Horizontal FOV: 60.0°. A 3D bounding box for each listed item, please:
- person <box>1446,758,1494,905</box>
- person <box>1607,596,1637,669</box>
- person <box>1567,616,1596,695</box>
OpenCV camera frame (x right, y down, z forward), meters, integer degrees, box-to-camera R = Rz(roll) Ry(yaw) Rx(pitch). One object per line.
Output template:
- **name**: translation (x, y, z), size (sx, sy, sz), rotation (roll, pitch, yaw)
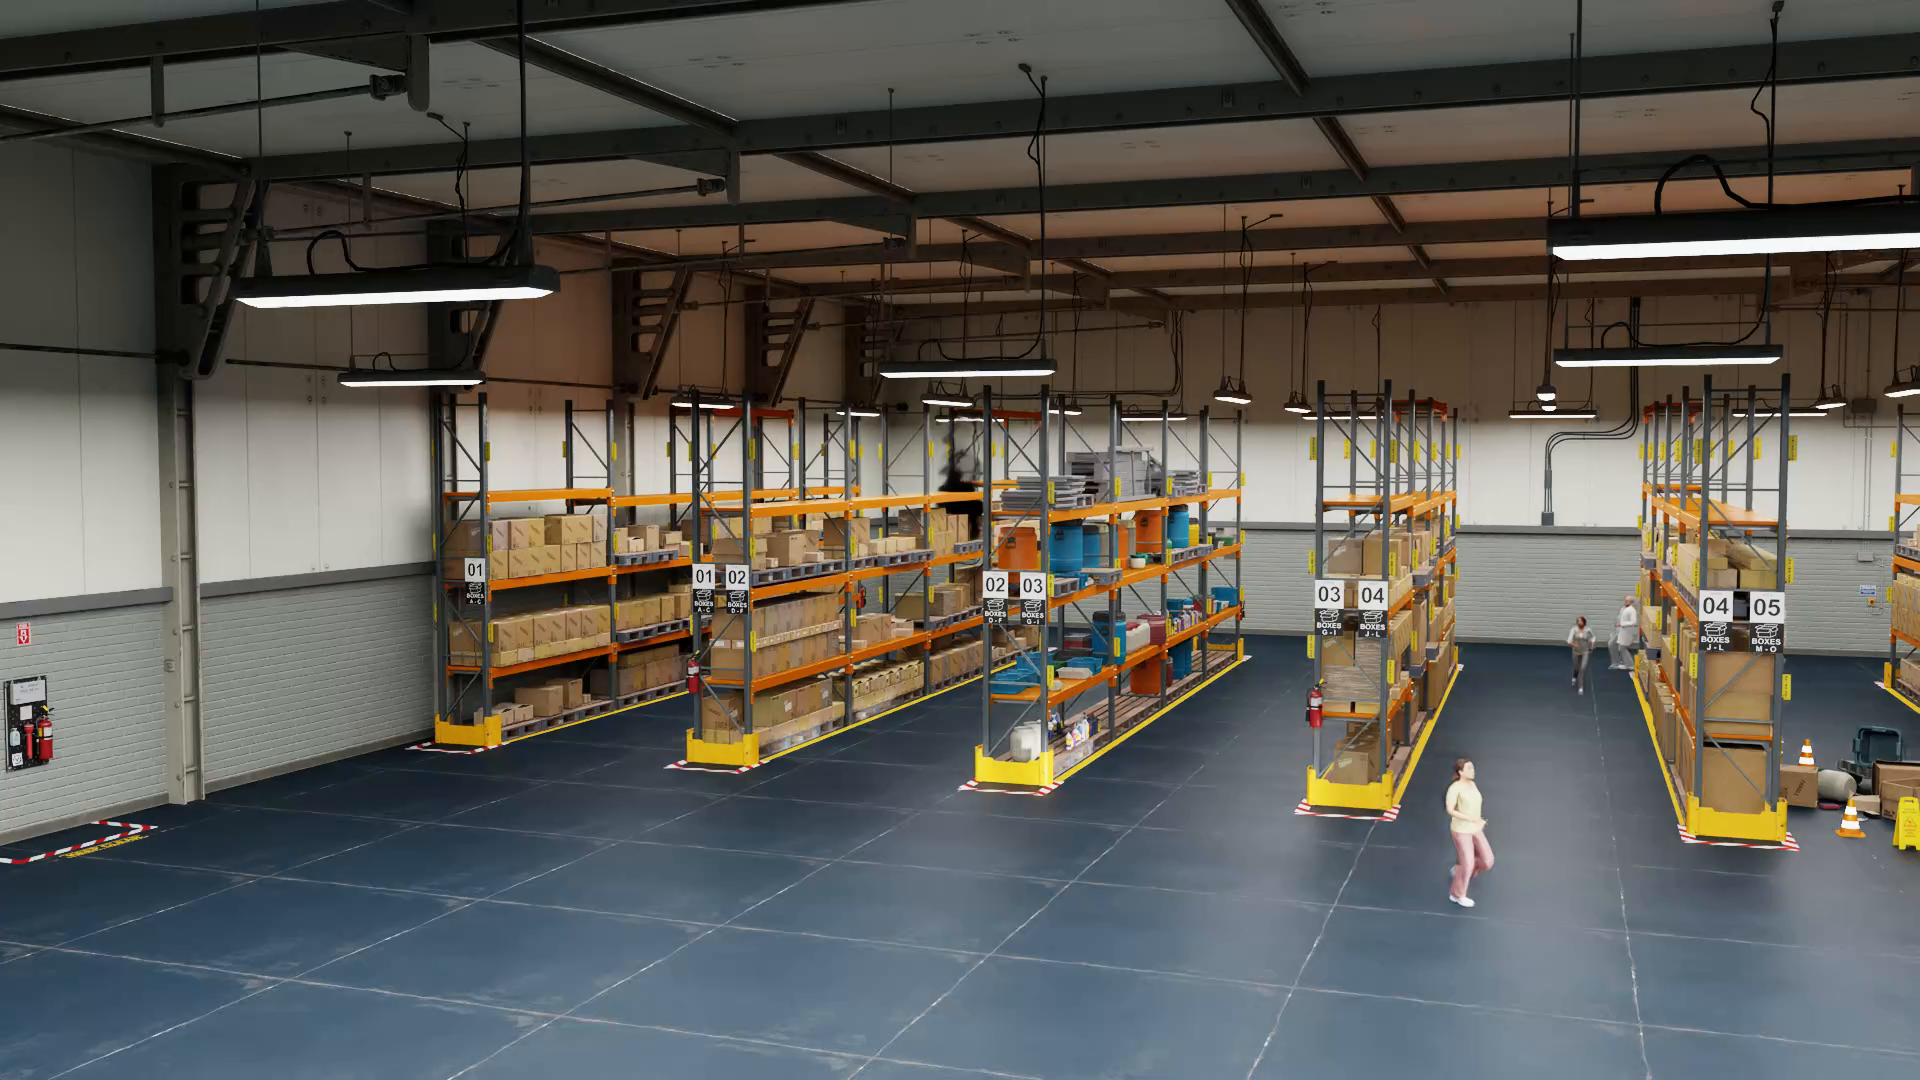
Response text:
- **person**: translation (5.598, 3.212, 18.318), size (0.574, 1.630, 0.539), rotation (-2, 4, -36)
- **person**: translation (15.180, 2.151, 37.951), size (0.617, 1.779, 0.800), rotation (0, 3, 2)
- **person**: translation (12.906, 2.374, 34.546), size (0.550, 1.598, 0.860), rotation (1, 3, 22)
